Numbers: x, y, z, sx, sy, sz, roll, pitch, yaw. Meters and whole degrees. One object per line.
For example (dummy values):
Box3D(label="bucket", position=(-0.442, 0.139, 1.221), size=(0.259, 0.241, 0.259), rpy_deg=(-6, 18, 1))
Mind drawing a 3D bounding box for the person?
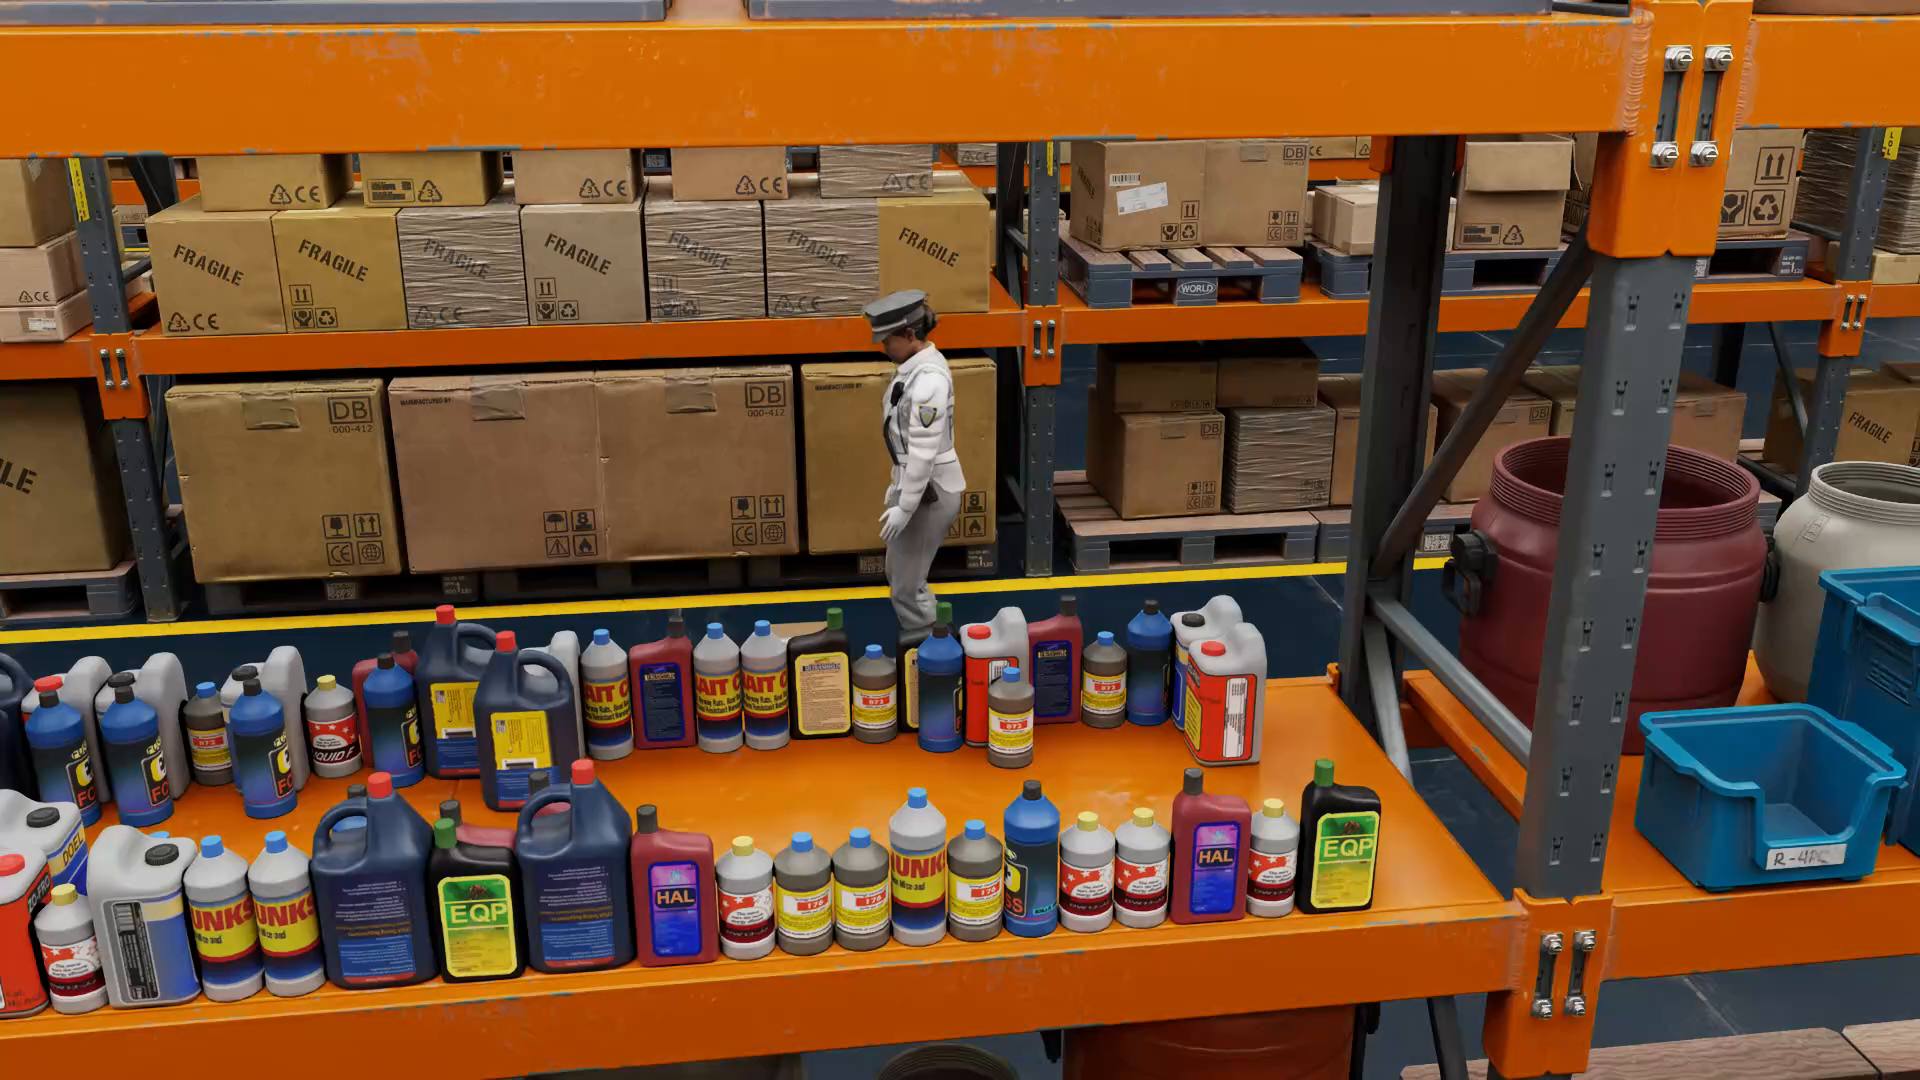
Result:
Box3D(label="person", position=(-0.175, -0.165, 6.566), size=(0.396, 1.647, 0.485), rpy_deg=(-2, 20, -6))
